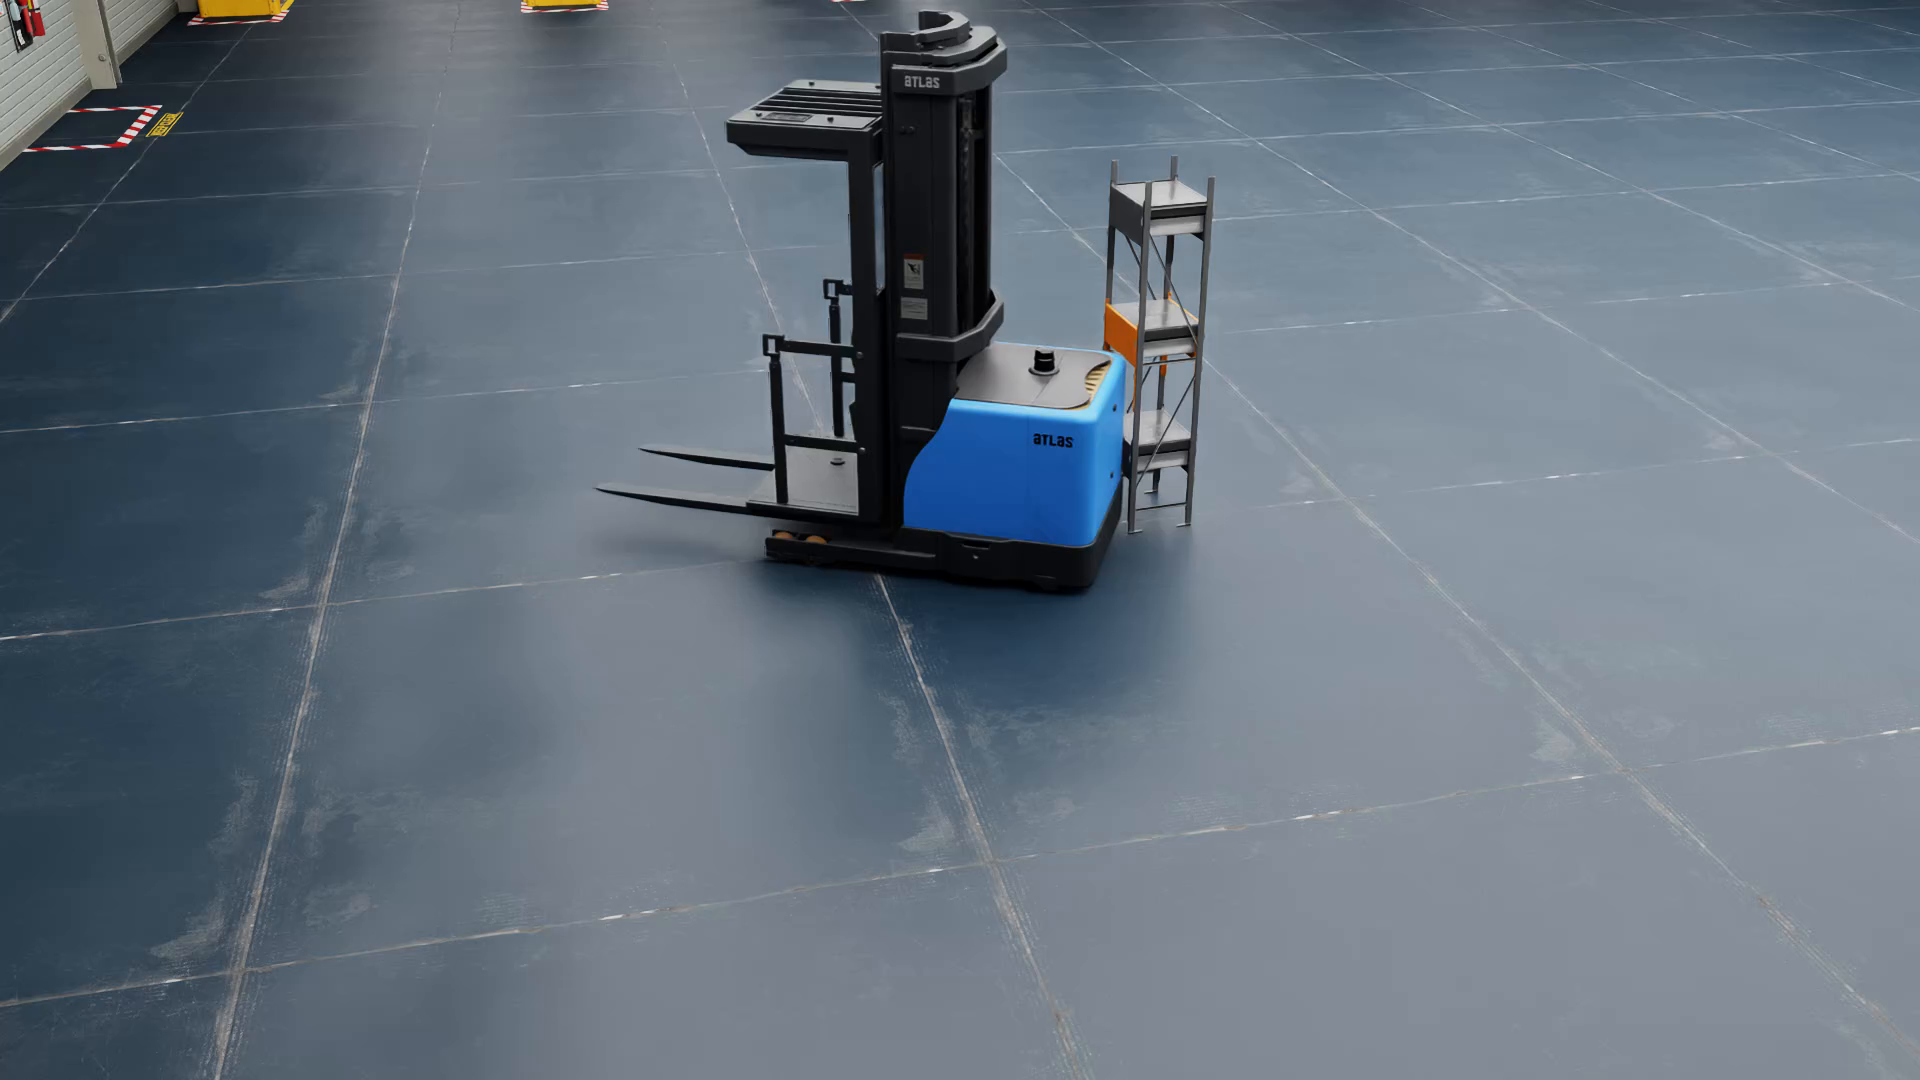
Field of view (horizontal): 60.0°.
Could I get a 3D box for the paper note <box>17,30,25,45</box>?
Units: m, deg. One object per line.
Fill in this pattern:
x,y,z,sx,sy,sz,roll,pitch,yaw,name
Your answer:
-10.423,-5.581,18.455,0.016,0.148,0.142,-6,27,-12,paper note

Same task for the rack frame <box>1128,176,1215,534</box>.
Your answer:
1.184,-1.001,9.403,0.400,2.100,0.015,-8,28,-15,rack frame

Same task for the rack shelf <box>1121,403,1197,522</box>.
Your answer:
1.112,-0.469,9.933,0.431,0.518,0.480,-8,28,-15,rack shelf

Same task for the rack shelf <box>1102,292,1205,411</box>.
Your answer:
1.112,-1.094,9.617,0.431,0.518,0.480,-8,28,-15,rack shelf

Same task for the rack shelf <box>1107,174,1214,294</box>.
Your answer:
1.112,-1.719,9.302,0.431,0.518,0.480,-8,28,-15,rack shelf

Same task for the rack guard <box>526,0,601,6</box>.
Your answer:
-6.436,-8.940,26.908,1.175,0.500,0.348,-6,27,-12,rack guard

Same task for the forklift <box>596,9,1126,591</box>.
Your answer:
-0.615,-1.383,9.238,3.031,2.935,1.130,7,28,13,forklift

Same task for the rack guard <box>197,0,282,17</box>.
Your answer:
-11.284,-8.479,25.995,1.175,0.500,0.348,-6,27,-12,rack guard

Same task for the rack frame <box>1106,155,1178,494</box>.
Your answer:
1.039,-1.211,9.819,0.400,2.100,0.015,-8,28,-15,rack frame

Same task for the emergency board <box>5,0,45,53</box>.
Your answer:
-10.396,-6.059,18.425,0.194,1.169,0.643,-6,27,-12,emergency board

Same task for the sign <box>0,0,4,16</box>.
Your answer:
-10.372,-5.821,17.915,0.001,0.329,0.234,-6,27,-12,sign

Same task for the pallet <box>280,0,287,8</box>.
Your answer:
-11.433,-8.711,26.774,1.003,0.211,1.213,-6,27,-12,pallet

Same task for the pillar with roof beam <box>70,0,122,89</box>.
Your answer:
-6.721,-10.263,20.096,9.100,9.000,0.400,-6,27,-12,pillar with roof beam

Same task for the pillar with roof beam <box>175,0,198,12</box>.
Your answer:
-8.073,-12.897,25.315,9.100,9.000,0.400,-6,27,-12,pillar with roof beam

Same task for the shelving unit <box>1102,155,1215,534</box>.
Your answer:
1.112,-1.106,9.611,0.431,2.100,0.503,-8,28,-15,shelving unit
